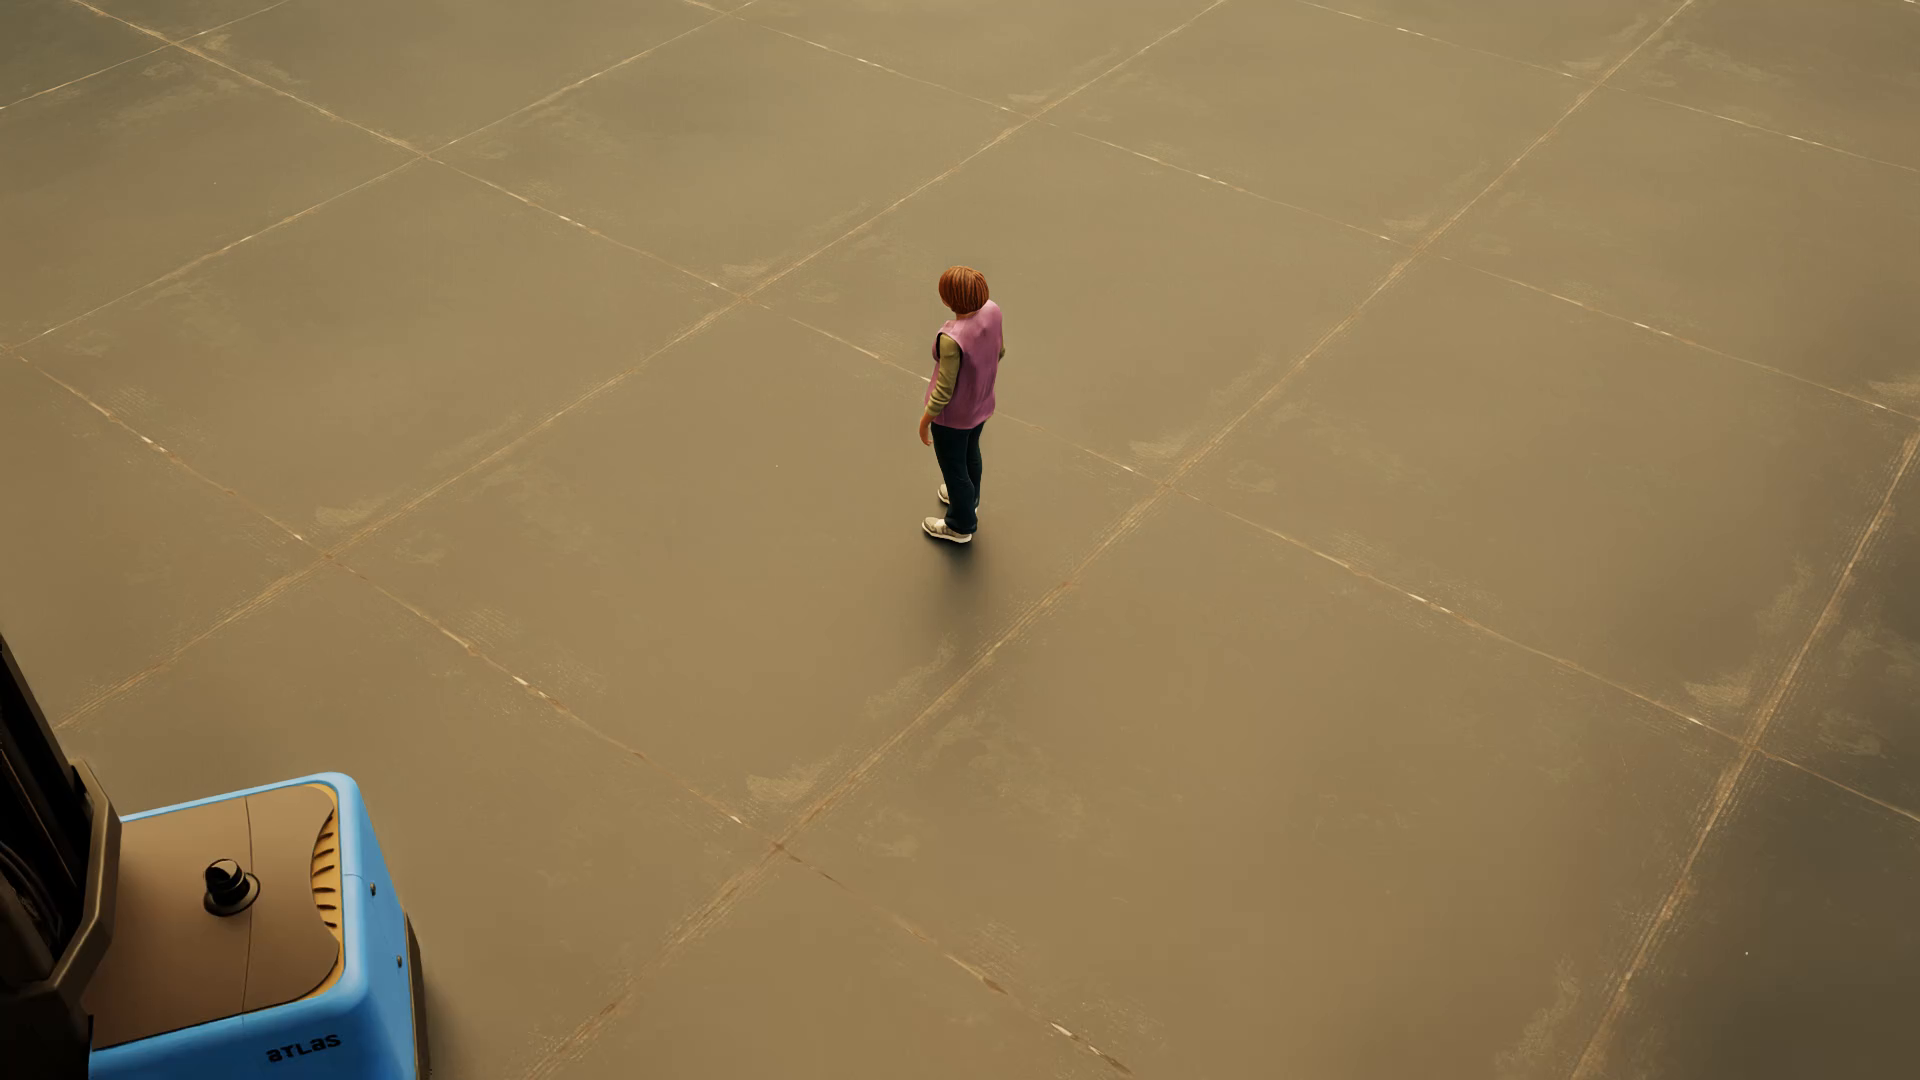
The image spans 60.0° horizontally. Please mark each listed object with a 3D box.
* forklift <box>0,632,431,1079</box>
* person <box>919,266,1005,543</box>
[{"bbox_3d":[-3.387,1.075,4.814,3.031,2.935,1.130,-12,42,-13],"label":"forklift"},{"bbox_3d":[-0.050,-0.650,7.853,0.476,1.597,0.520,26,47,28],"label":"person"}]
